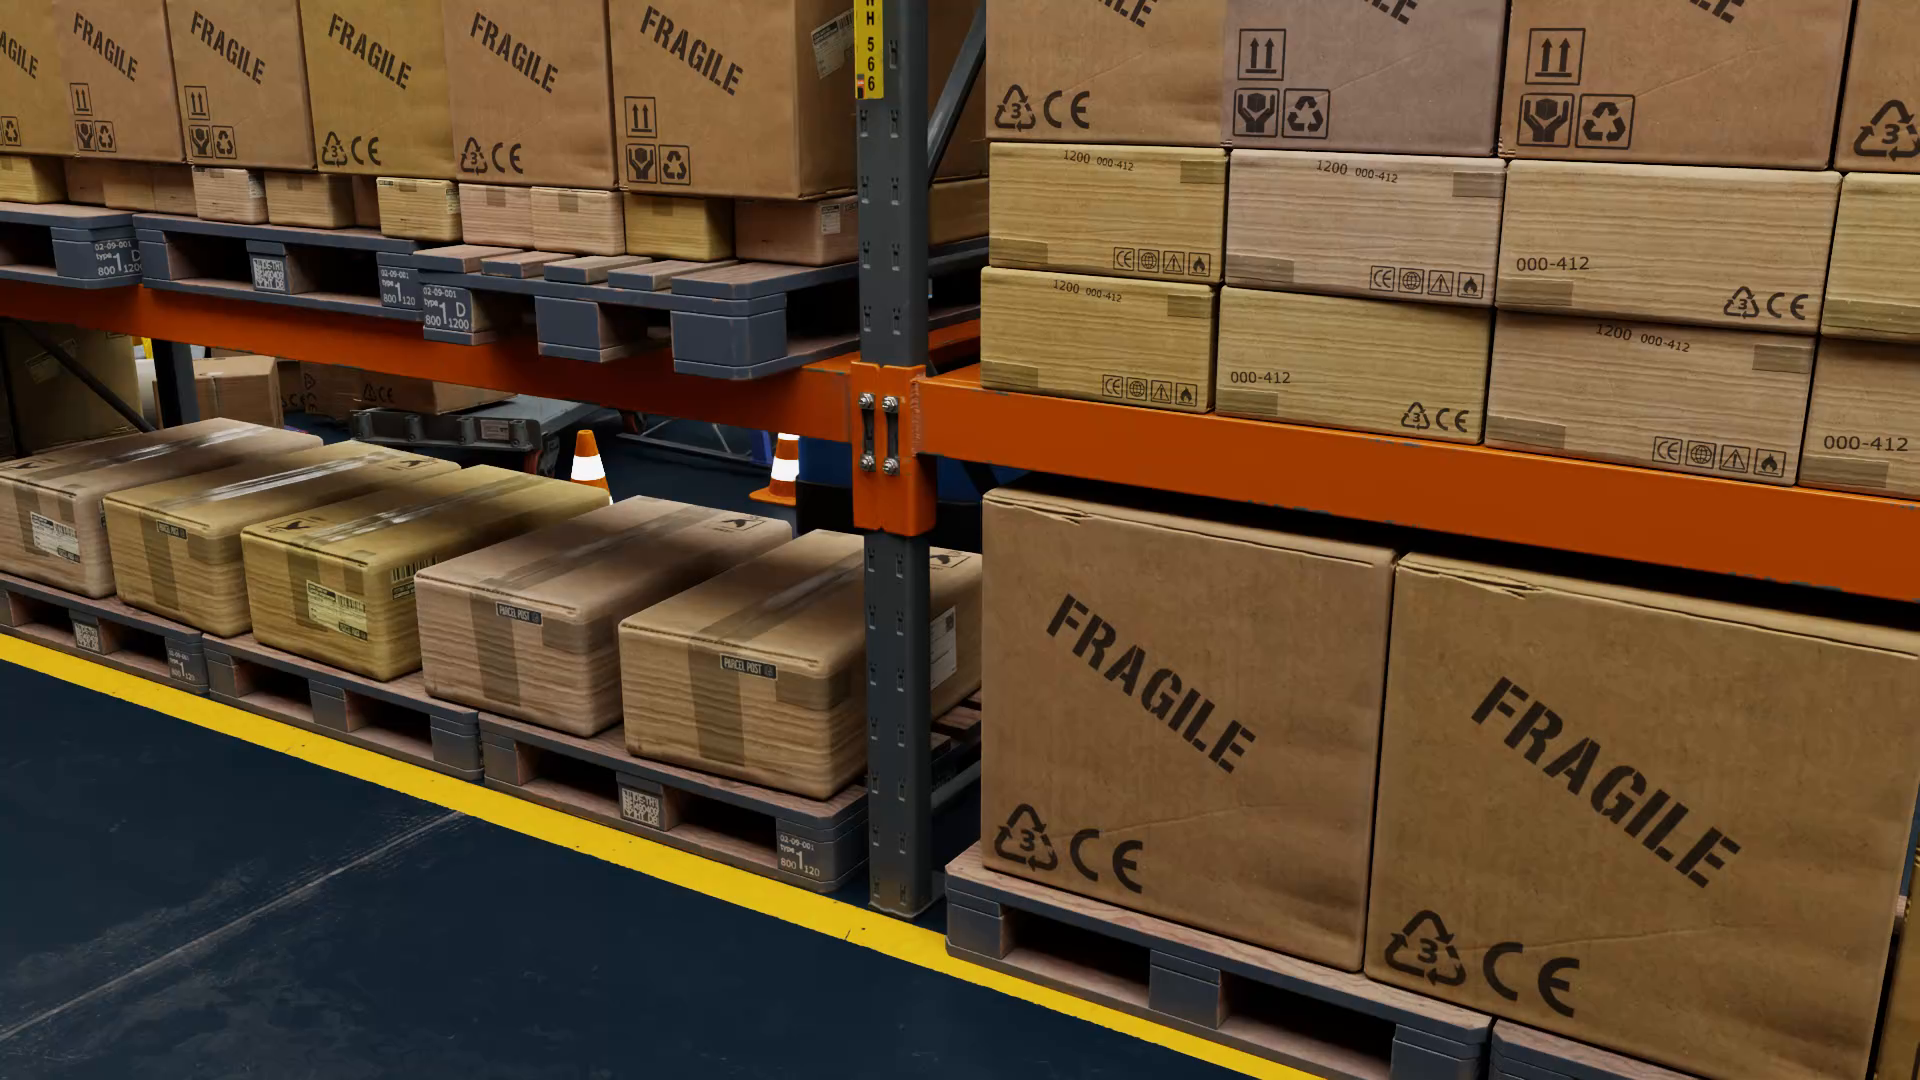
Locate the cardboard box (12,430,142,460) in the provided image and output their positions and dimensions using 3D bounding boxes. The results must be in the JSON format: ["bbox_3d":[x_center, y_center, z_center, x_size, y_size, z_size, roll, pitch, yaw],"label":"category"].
[{"bbox_3d":[-3.674,-0.317,6.771,0.500,0.250,0.500,9,19,28],"label":"cardboard box"}]

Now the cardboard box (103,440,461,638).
[{"bbox_3d":[-2.250,-0.031,5.620,0.625,0.372,0.950,12,20,33],"label":"cardboard box"}]

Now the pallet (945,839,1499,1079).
[{"bbox_3d":[0.728,0.806,3.863,1.213,0.211,1.003,10,20,30],"label":"pallet"}]

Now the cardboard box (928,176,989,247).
[{"bbox_3d":[-0.084,-0.843,4.204,0.250,0.149,0.380,9,19,27],"label":"cardboard box"}]

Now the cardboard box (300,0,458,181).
[{"bbox_3d":[-1.314,-1.210,4.298,0.500,0.500,0.500,9,19,26],"label":"cardboard box"}]

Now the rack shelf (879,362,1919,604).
[{"bbox_3d":[1.800,-0.018,3.017,4.000,0.370,1.077,10,20,30],"label":"rack shelf"}]

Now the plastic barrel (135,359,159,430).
[{"bbox_3d":[-4.169,-0.711,8.495,0.512,0.421,0.421,-6,18,-18],"label":"plastic barrel"}]

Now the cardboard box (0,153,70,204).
[{"bbox_3d":[-2.799,-1.153,5.226,0.250,0.149,0.380,11,20,31],"label":"cardboard box"}]

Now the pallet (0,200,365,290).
[{"bbox_3d":[-2.738,-1.031,5.444,1.213,0.211,1.003,10,20,30],"label":"pallet"}]

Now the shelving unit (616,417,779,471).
[{"bbox_3d":[-0.966,-0.928,7.839,1.500,1.048,0.538,12,31,29],"label":"shelving unit"}]

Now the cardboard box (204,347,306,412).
[{"bbox_3d":[-3.900,-1.049,9.467,0.637,0.503,0.797,-2,17,-8],"label":"cardboard box"}]

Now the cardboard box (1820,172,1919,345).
[{"bbox_3d":[1.682,-0.457,2.624,0.500,0.250,0.500,11,20,31],"label":"cardboard box"}]

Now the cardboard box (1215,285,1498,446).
[{"bbox_3d":[0.828,-0.384,3.243,0.500,0.250,0.500,9,19,28],"label":"cardboard box"}]

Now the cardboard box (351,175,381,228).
[{"bbox_3d":[-1.411,-0.937,4.514,0.250,0.149,0.380,10,20,30],"label":"cardboard box"}]

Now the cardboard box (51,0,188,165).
[{"bbox_3d":[-2.222,-1.369,4.821,0.500,0.500,0.500,10,20,30],"label":"cardboard box"}]

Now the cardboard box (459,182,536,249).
[{"bbox_3d":[-1.021,-0.829,4.159,0.250,0.149,0.380,9,19,27],"label":"cardboard box"}]

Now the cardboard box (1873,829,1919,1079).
[{"bbox_3d":[2.160,0.548,2.850,0.875,0.875,0.875,11,20,32],"label":"cardboard box"}]

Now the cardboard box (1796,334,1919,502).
[{"bbox_3d":[1.694,-0.229,2.731,0.500,0.250,0.500,10,20,30],"label":"cardboard box"}]

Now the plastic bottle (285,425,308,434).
[{"bbox_3d":[-3.431,-0.530,8.519,0.283,0.061,0.133,14,22,39],"label":"plastic bottle"}]

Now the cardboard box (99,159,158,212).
[{"bbox_3d":[-2.320,-1.079,4.983,0.250,0.149,0.380,10,20,31],"label":"cardboard box"}]

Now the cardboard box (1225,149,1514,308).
[{"bbox_3d":[0.838,-0.617,3.148,0.500,0.250,0.500,11,20,31],"label":"cardboard box"}]

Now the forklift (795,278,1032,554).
[{"bbox_3d":[0.905,-1.302,6.125,3.031,2.935,1.130,7,18,23],"label":"forklift"}]

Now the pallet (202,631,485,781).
[{"bbox_3d":[-1.605,0.363,5.324,1.213,0.211,1.003,10,20,30],"label":"pallet"}]

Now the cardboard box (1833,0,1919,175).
[{"bbox_3d":[1.677,-0.824,2.540,0.500,0.500,0.500,10,20,31],"label":"cardboard box"}]

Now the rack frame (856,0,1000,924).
[{"bbox_3d":[0.096,-0.666,3.914,0.127,3.000,1.000,10,20,30],"label":"rack frame"}]

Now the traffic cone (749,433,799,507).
[{"bbox_3d":[-0.753,-0.423,7.476,0.334,0.463,0.336,10,20,30],"label":"traffic cone"}]

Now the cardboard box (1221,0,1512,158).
[{"bbox_3d":[0.816,-0.984,3.067,0.500,0.500,0.500,10,20,30],"label":"cardboard box"}]

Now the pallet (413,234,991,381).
[{"bbox_3d":[-0.567,-0.657,4.212,1.003,0.211,1.213,10,20,30],"label":"pallet"}]

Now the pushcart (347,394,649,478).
[{"bbox_3d":[-2.162,-0.592,8.182,0.936,0.377,1.648,3,17,11],"label":"pushcart"}]

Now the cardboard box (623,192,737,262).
[{"bbox_3d":[-0.573,-0.762,3.937,0.250,0.149,0.380,10,20,31],"label":"cardboard box"}]

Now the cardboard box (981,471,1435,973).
[{"bbox_3d":[0.641,0.275,3.748,0.875,0.875,0.875,10,20,30],"label":"cardboard box"}]

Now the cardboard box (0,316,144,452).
[{"bbox_3d":[-3.674,-0.676,6.662,0.500,0.500,0.500,11,20,33],"label":"cardboard box"}]

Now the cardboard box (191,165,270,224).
[{"bbox_3d":[-1.911,-0.988,4.683,0.250,0.149,0.380,11,20,32],"label":"cardboard box"}]

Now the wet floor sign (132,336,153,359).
[{"bbox_3d":[-5.278,-1.512,10.749,0.232,0.644,0.267,7,18,21],"label":"wet floor sign"}]

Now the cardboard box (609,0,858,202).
[{"bbox_3d":[-0.437,-1.058,3.796,0.500,0.500,0.500,9,19,28],"label":"cardboard box"}]

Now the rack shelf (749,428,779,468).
[{"bbox_3d":[-0.811,-0.896,7.753,0.185,1.000,0.538,12,31,29],"label":"rack shelf"}]

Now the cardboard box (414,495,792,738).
[{"bbox_3d":[-1.013,0.191,4.889,0.625,0.372,0.950,10,19,29],"label":"cardboard box"}]

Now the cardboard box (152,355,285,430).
[{"bbox_3d":[-3.514,-0.580,7.926,0.500,0.500,0.500,-6,18,-18],"label":"cardboard box"}]
